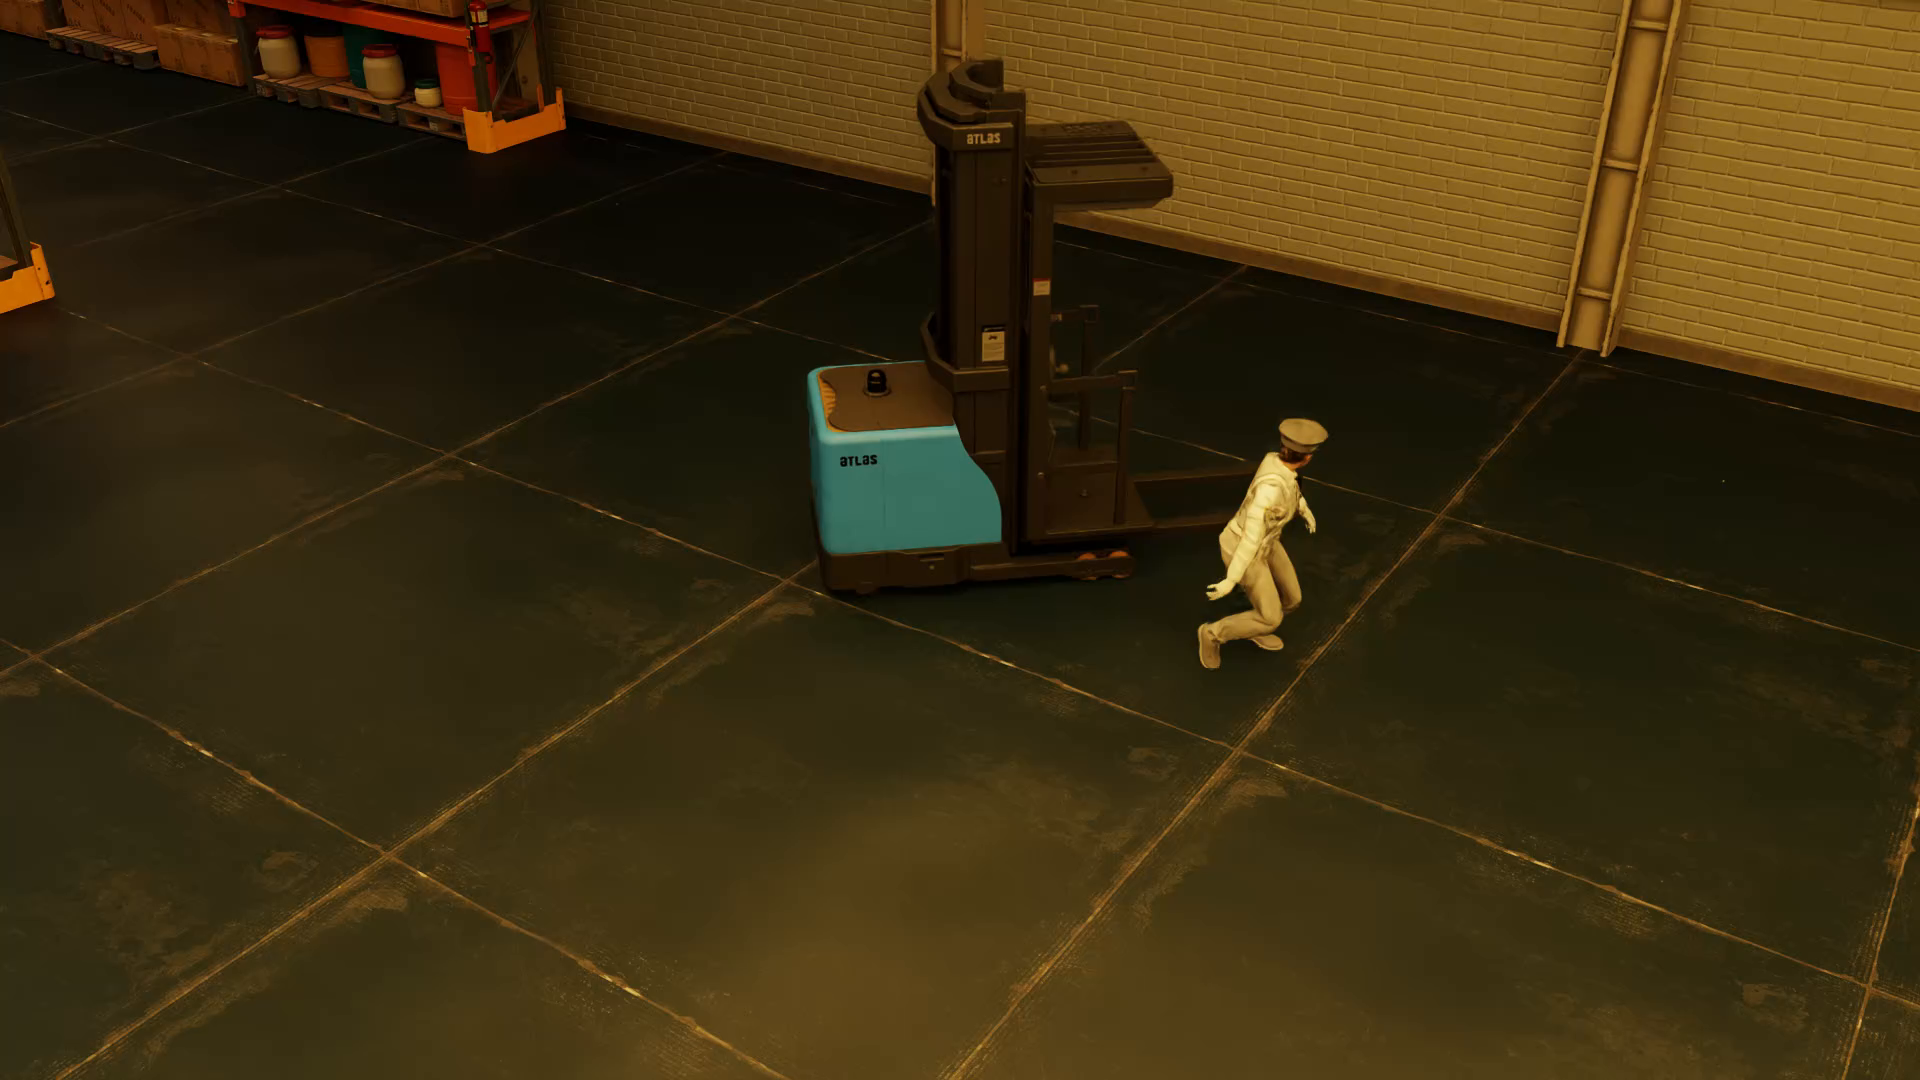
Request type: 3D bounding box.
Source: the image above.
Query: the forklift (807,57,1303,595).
[{"bbox_3d":[0.615,-1.277,9.780,3.031,2.935,1.130,-5,30,-8],"label":"forklift"}]

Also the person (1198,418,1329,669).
[{"bbox_3d":[1.615,0.061,8.958,0.521,1.510,0.893,16,34,26],"label":"person"}]
